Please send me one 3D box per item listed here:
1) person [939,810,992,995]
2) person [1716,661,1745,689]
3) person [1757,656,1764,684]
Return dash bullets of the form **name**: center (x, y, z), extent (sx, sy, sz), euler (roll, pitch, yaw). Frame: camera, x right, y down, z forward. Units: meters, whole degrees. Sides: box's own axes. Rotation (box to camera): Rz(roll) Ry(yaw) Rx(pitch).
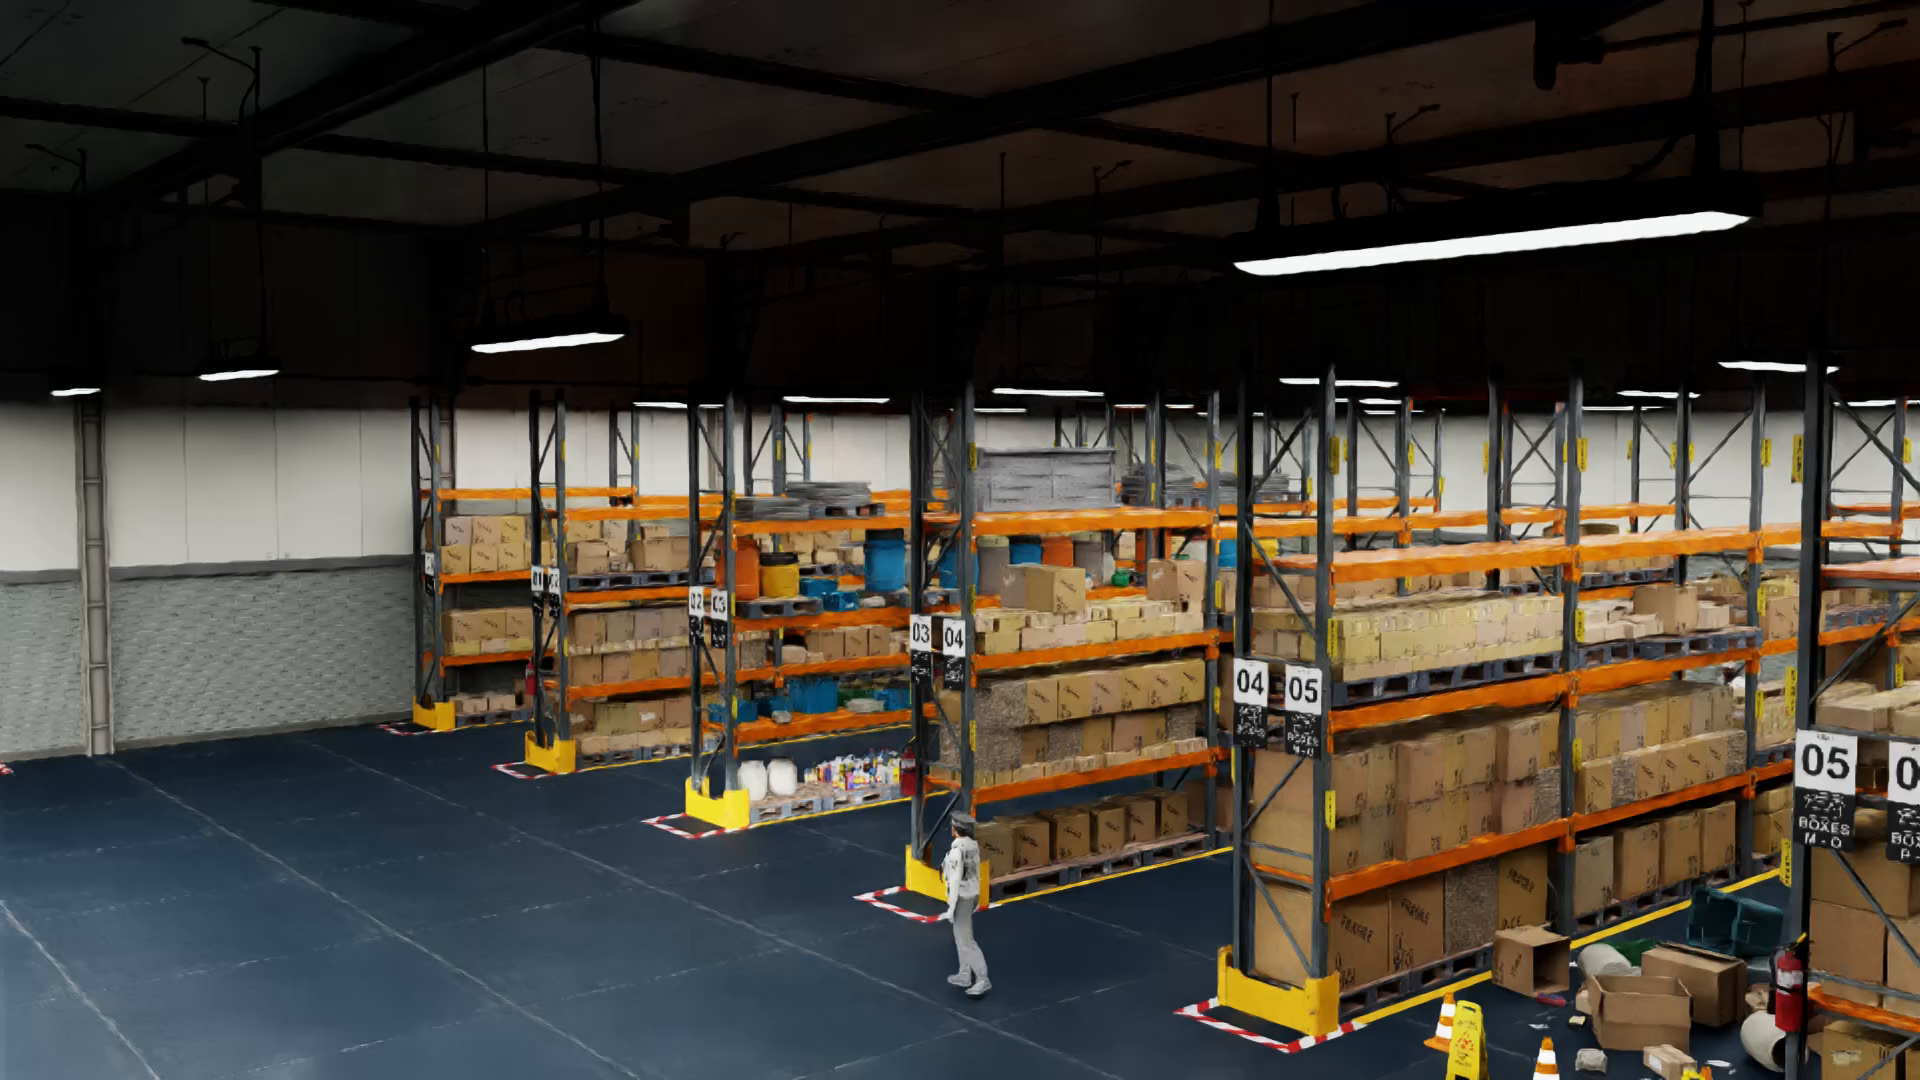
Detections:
- **person**: center (0.084, 3.412, 15.719), extent (0.521, 1.665, 0.569), euler (1, 4, 24)
- **person**: center (12.262, 2.748, 26.462), extent (1.042, 1.716, 0.591), euler (-3, 4, -40)
- **person**: center (14.368, 2.594, 29.957), extent (0.393, 1.589, 0.541), euler (1, 4, 21)
